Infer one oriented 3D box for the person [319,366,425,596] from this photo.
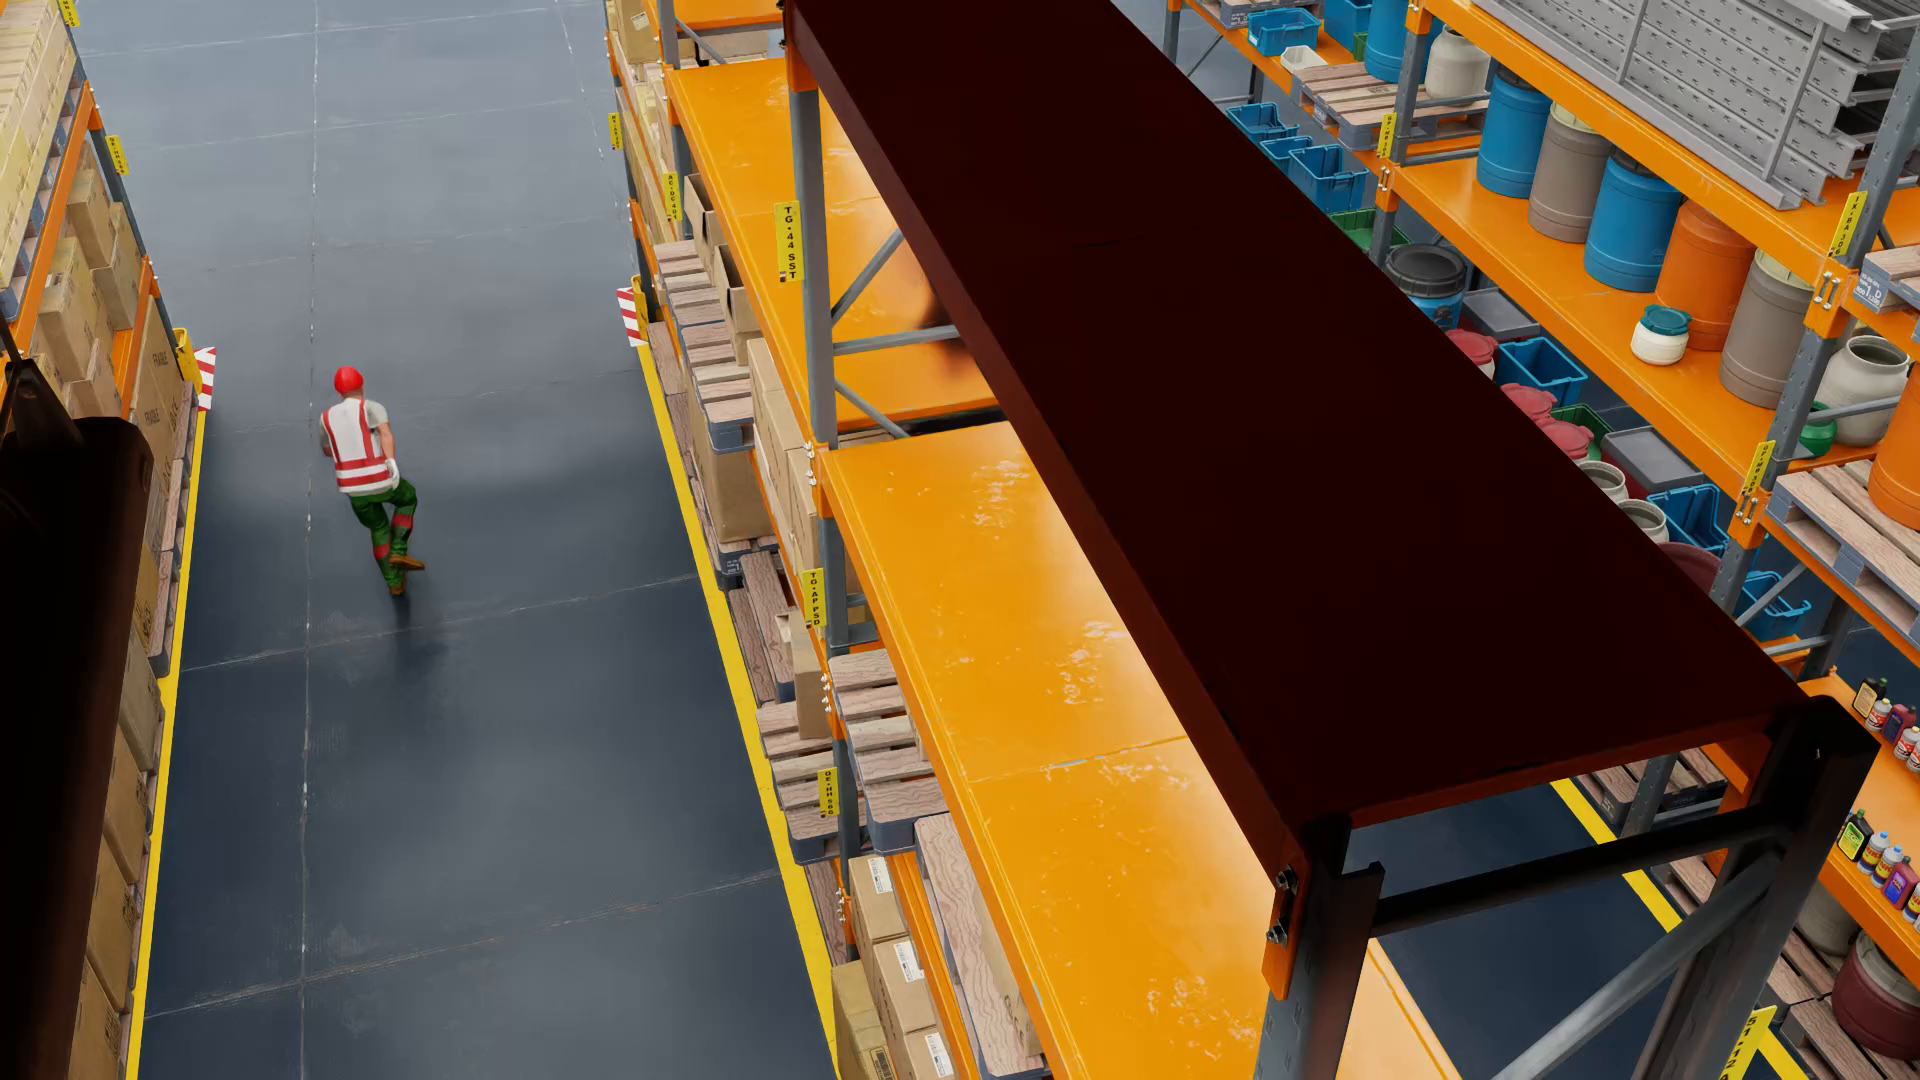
[{"bbox_3d":[-4.292,-0.447,12.127,0.676,1.538,1.003,-3,38,-3],"label":"person"}]
